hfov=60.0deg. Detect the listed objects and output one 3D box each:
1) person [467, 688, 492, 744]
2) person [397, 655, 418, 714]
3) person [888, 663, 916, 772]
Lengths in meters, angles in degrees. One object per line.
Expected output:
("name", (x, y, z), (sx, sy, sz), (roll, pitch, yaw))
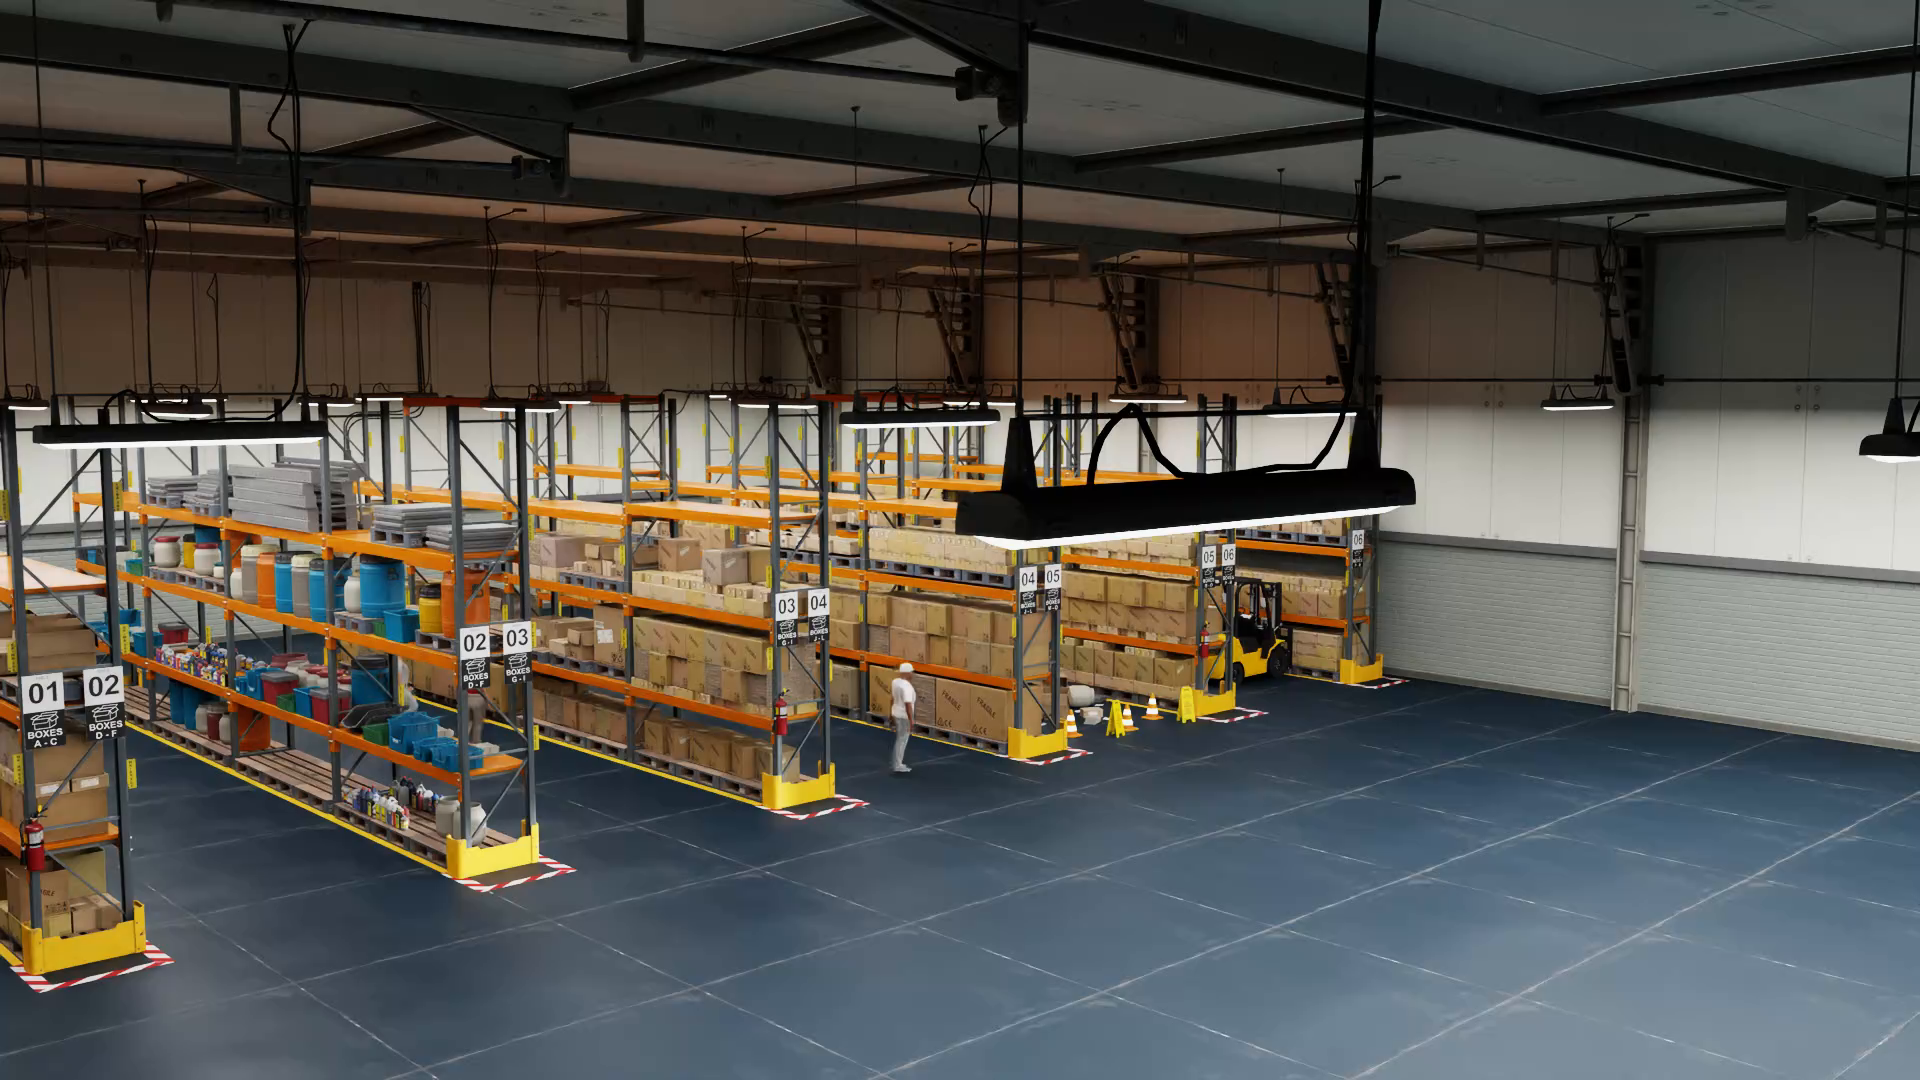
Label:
("person", (-8.199, 2.764, 28.145), (0.596, 1.683, 0.597), (2, 6, 20))
("person", (-9.822, 2.674, 29.325), (0.521, 1.690, 0.506), (-1, 6, -12))
("person", (-0.904, 2.860, 26.869), (0.409, 1.760, 0.716), (-2, 6, -21))
